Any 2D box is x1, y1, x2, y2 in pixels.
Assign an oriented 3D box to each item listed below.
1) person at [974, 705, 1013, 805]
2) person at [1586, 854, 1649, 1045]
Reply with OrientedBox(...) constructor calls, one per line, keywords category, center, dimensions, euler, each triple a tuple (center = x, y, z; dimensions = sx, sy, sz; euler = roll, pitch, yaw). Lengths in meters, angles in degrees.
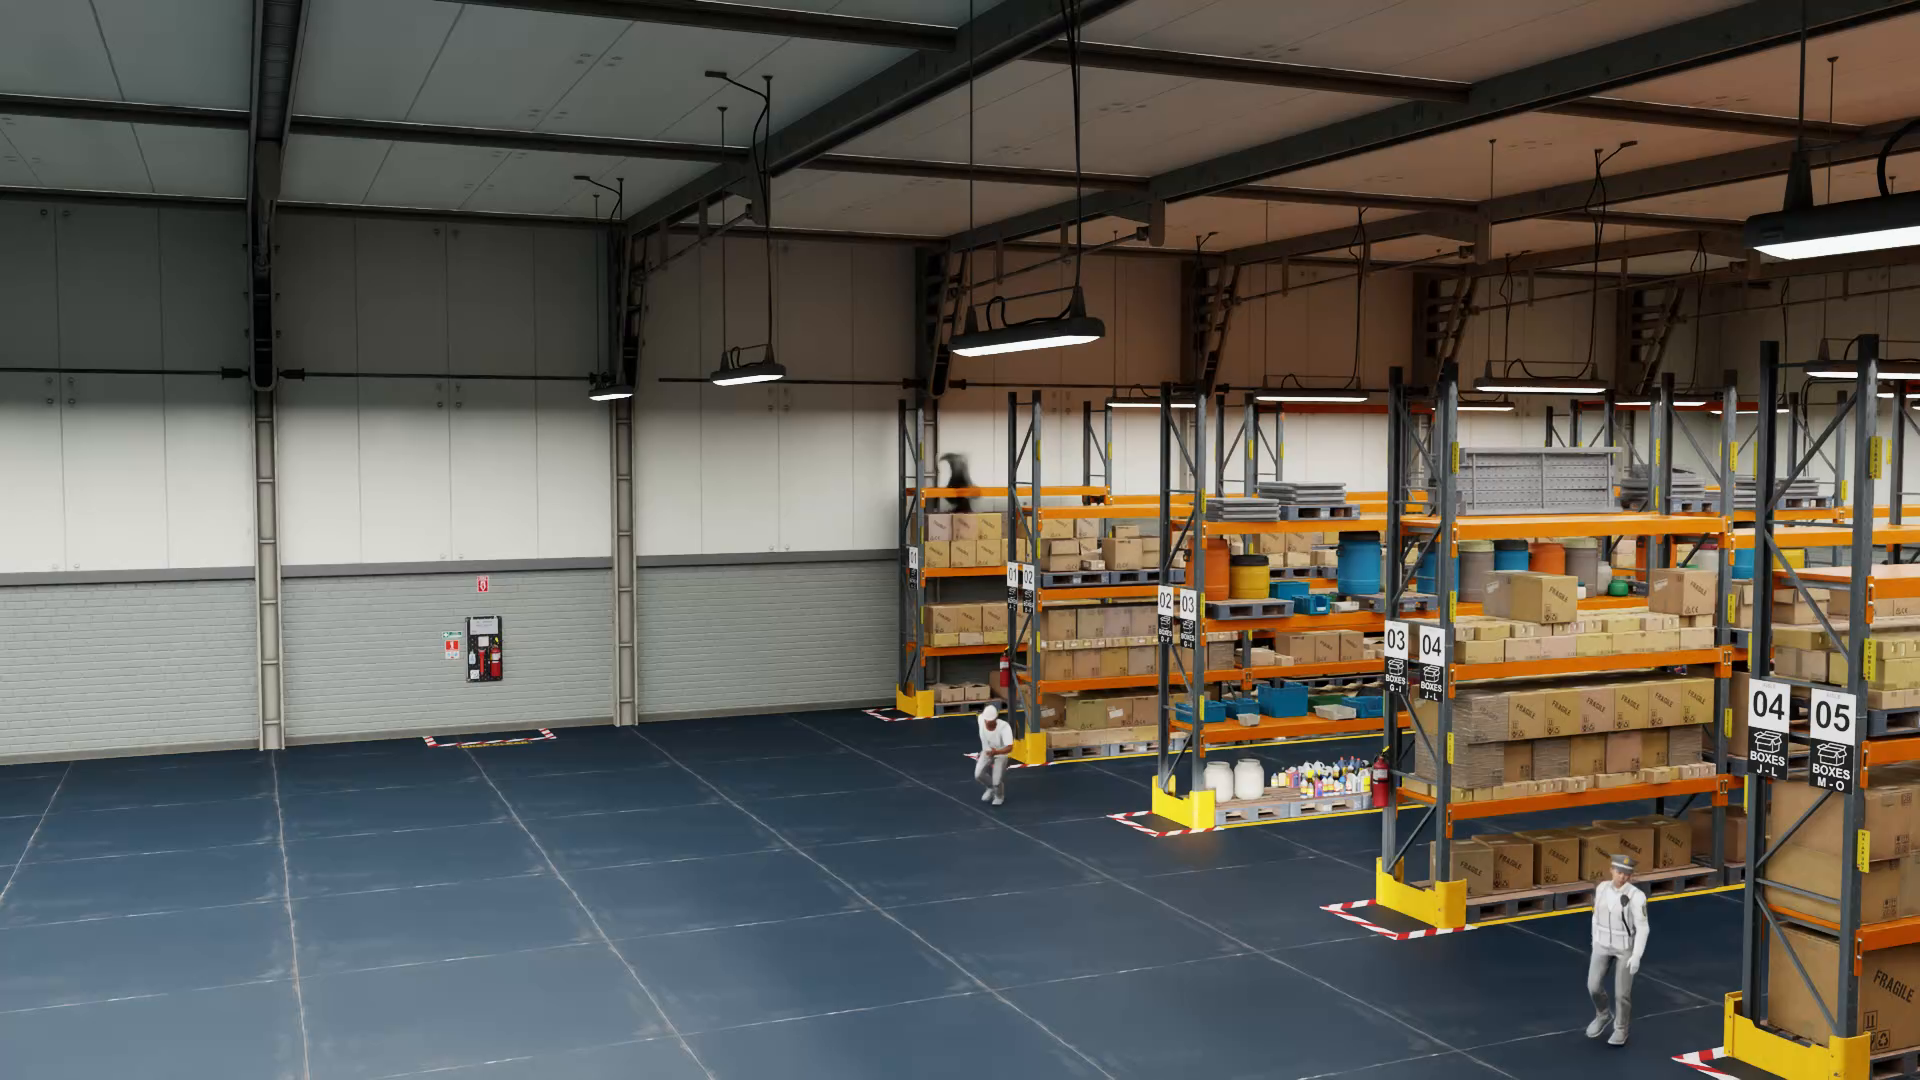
OrientedBox(category="person", center=(0.479, 3.025, 23.339), dimensions=(0.712, 1.512, 0.998), euler=(2, 4, 26))
OrientedBox(category="person", center=(5.610, 3.487, 14.189), dimensions=(0.548, 1.658, 0.447), euler=(3, 4, 40))
